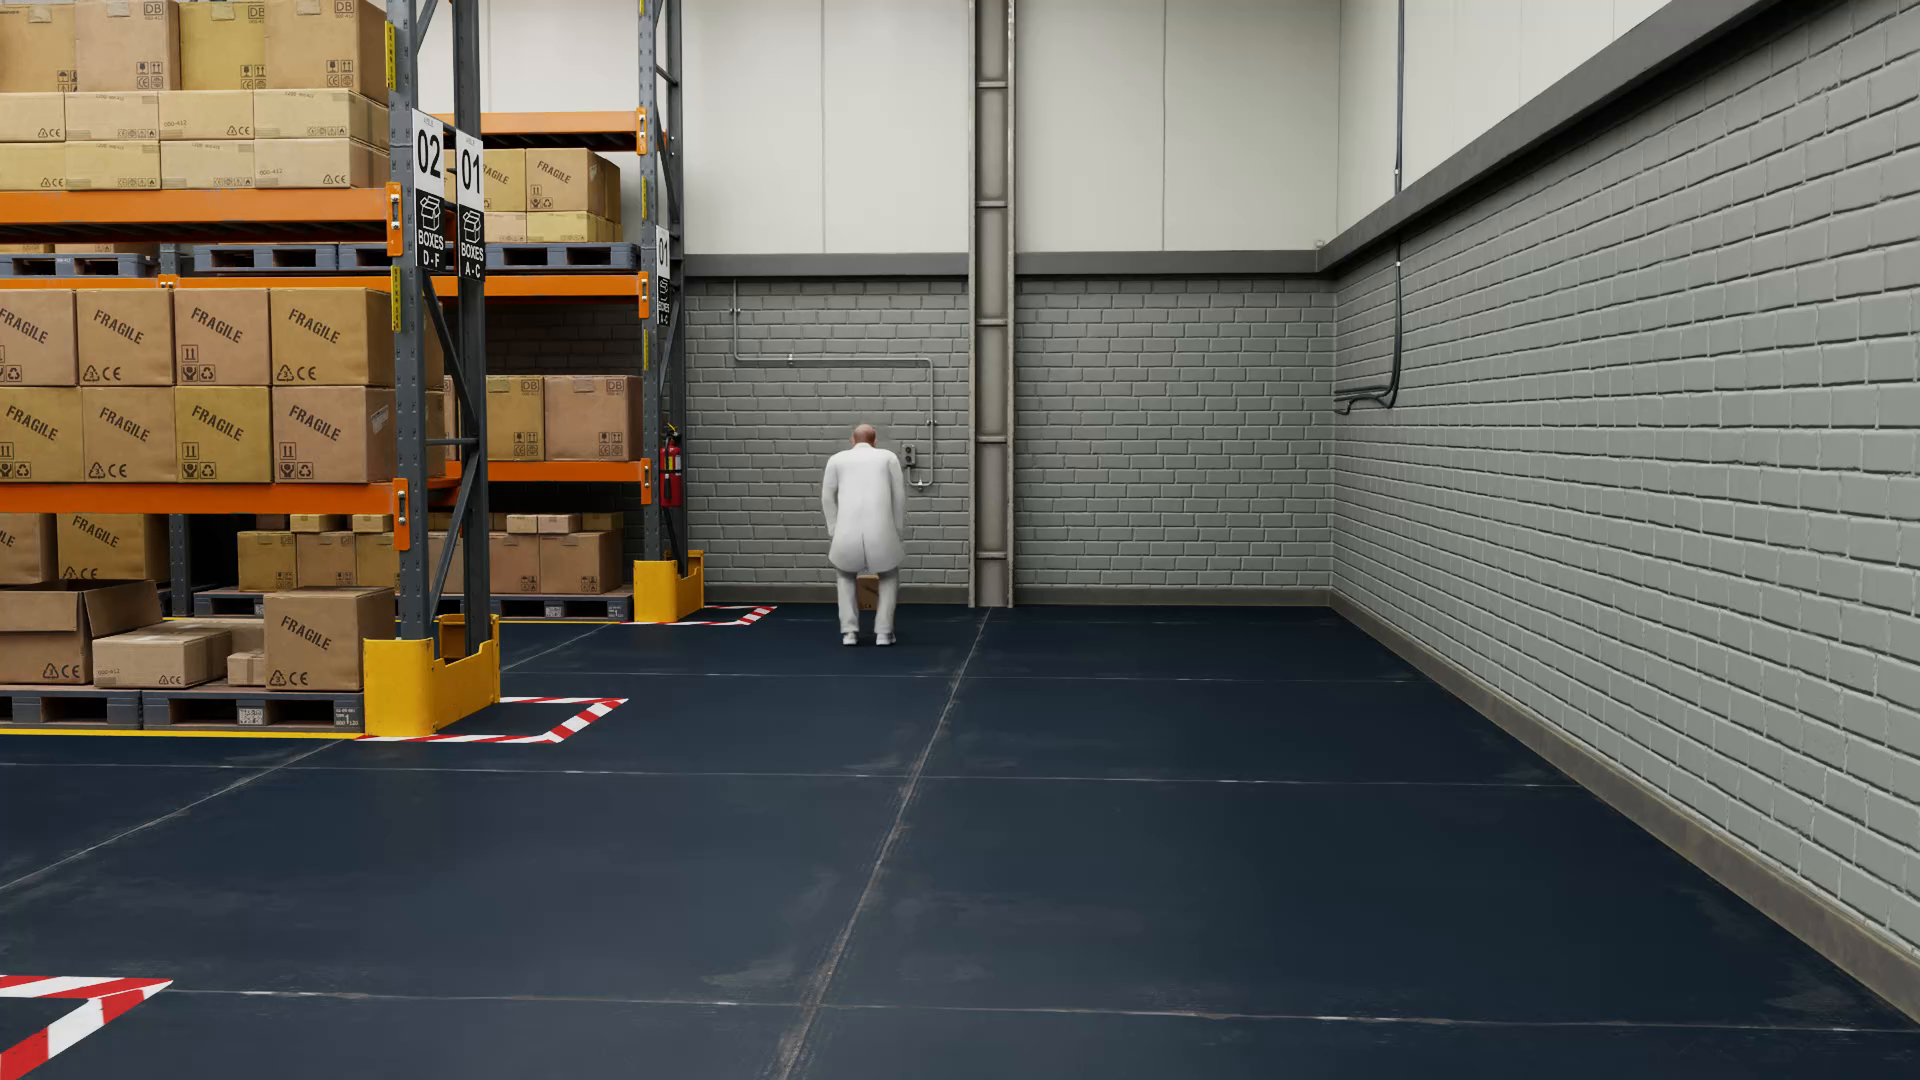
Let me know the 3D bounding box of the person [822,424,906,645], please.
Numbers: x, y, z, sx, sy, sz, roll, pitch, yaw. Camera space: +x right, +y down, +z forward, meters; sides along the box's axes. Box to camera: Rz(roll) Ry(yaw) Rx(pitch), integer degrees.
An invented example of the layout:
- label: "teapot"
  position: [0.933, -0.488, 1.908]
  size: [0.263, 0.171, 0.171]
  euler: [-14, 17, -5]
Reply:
- label: "person"
  position: [-0.709, -0.041, 12.156]
  size: [0.620, 1.612, 0.564]
  euler: [0, 4, 4]
